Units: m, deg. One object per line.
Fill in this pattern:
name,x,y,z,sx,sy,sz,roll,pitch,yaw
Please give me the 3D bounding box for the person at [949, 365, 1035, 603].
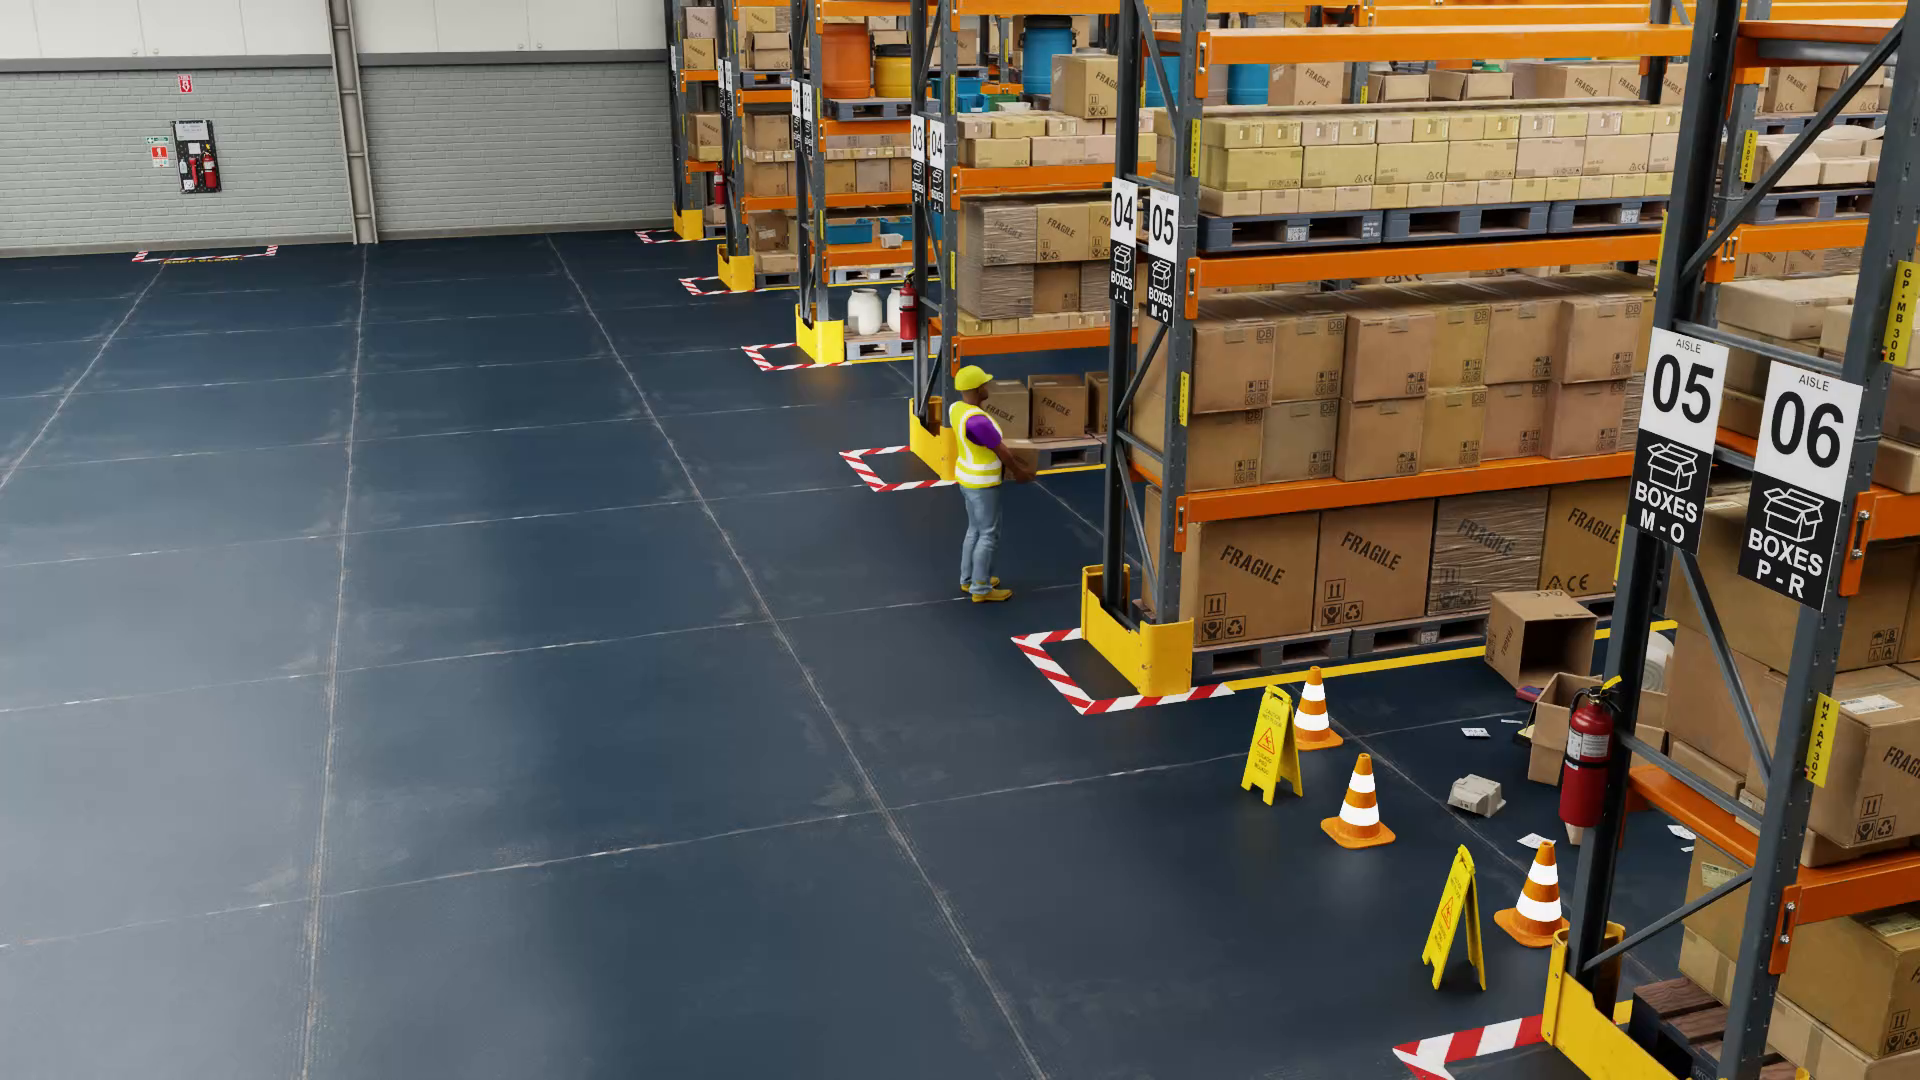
person,0.232,-0.435,12.294,0.577,1.761,0.502,-6,20,-17
